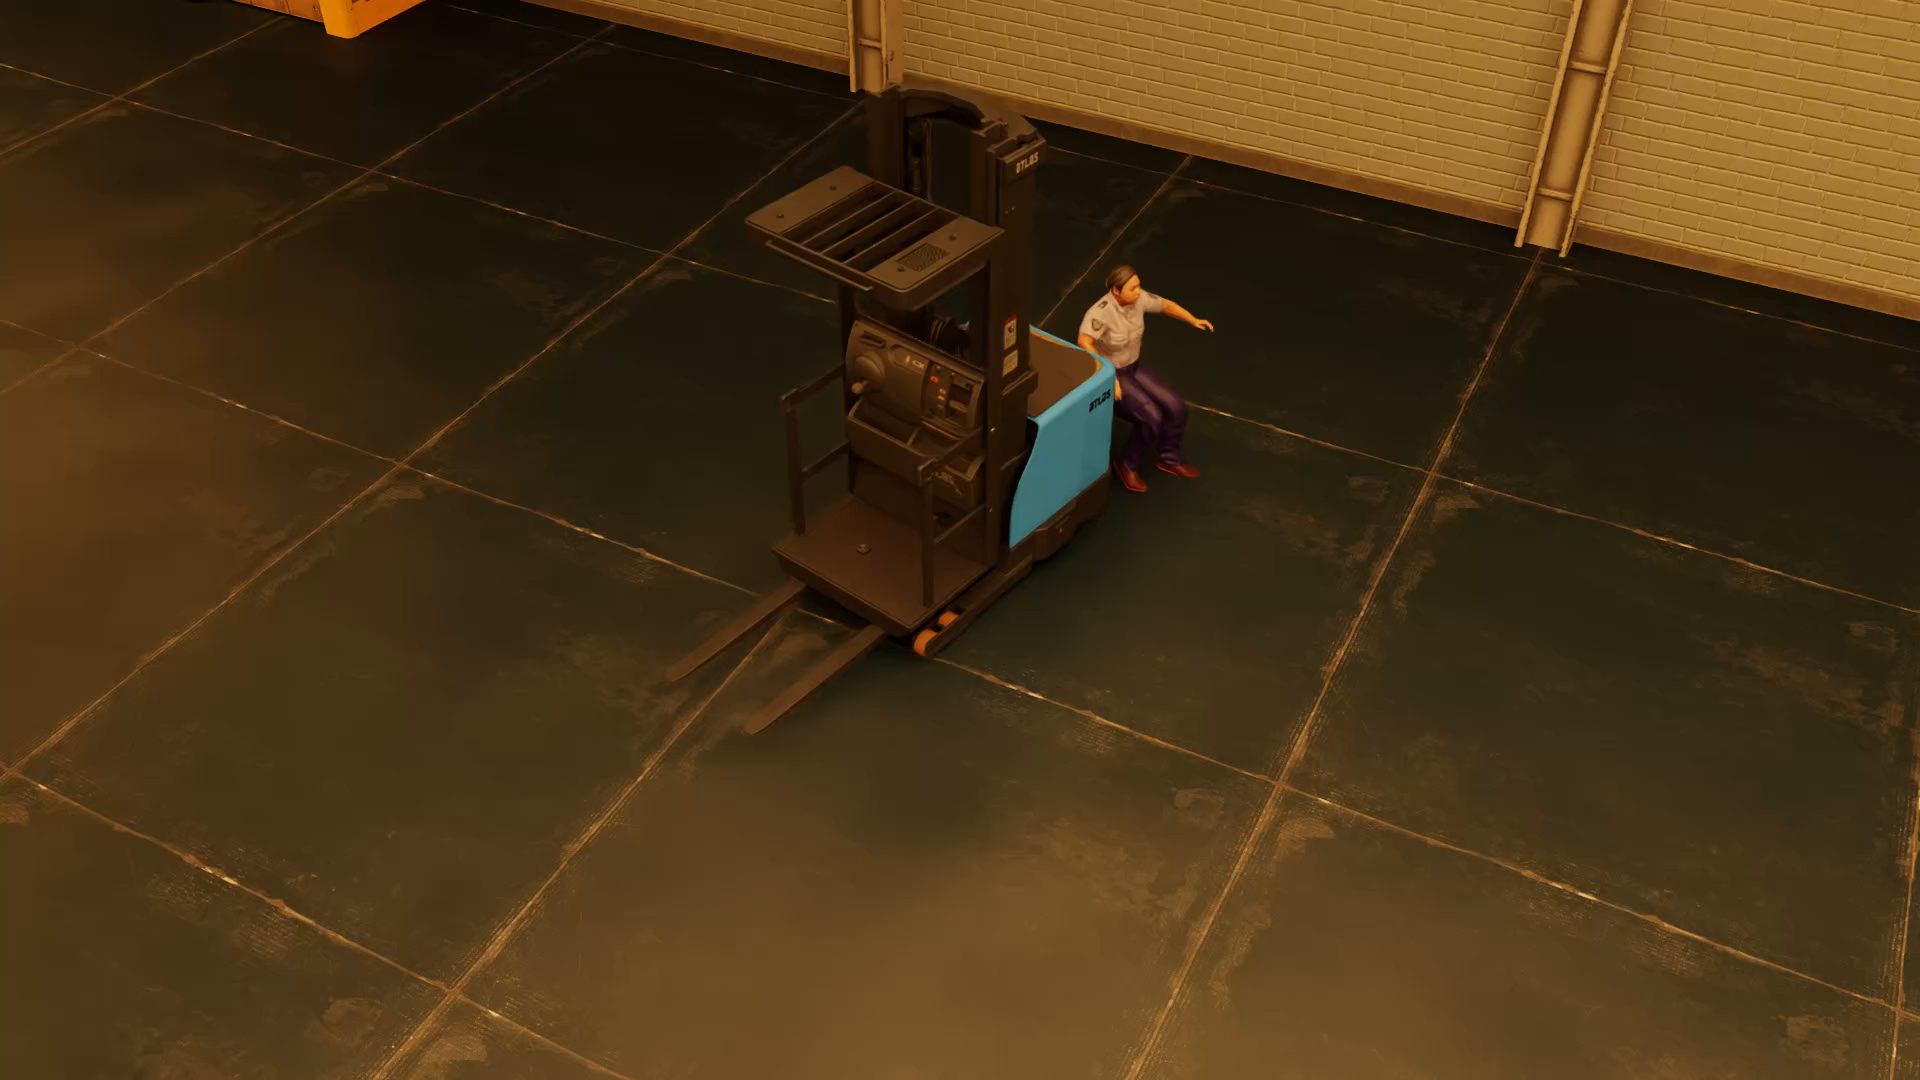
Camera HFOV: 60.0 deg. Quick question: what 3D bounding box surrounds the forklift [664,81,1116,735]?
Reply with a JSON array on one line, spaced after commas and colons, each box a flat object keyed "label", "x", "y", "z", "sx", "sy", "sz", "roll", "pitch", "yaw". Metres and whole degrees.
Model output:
[{"label": "forklift", "x": -0.387, "y": -0.817, "z": 8.956, "sx": 1.130, "sy": 2.935, "sz": 3.031, "roll": 28, "pitch": 48, "yaw": 29}]

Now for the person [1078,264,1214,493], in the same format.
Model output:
[{"label": "person", "x": 1.160, "y": -0.999, "z": 10.383, "sx": 0.775, "sy": 1.432, "sz": 0.885, "roll": 22, "pitch": 45, "yaw": 24}]
